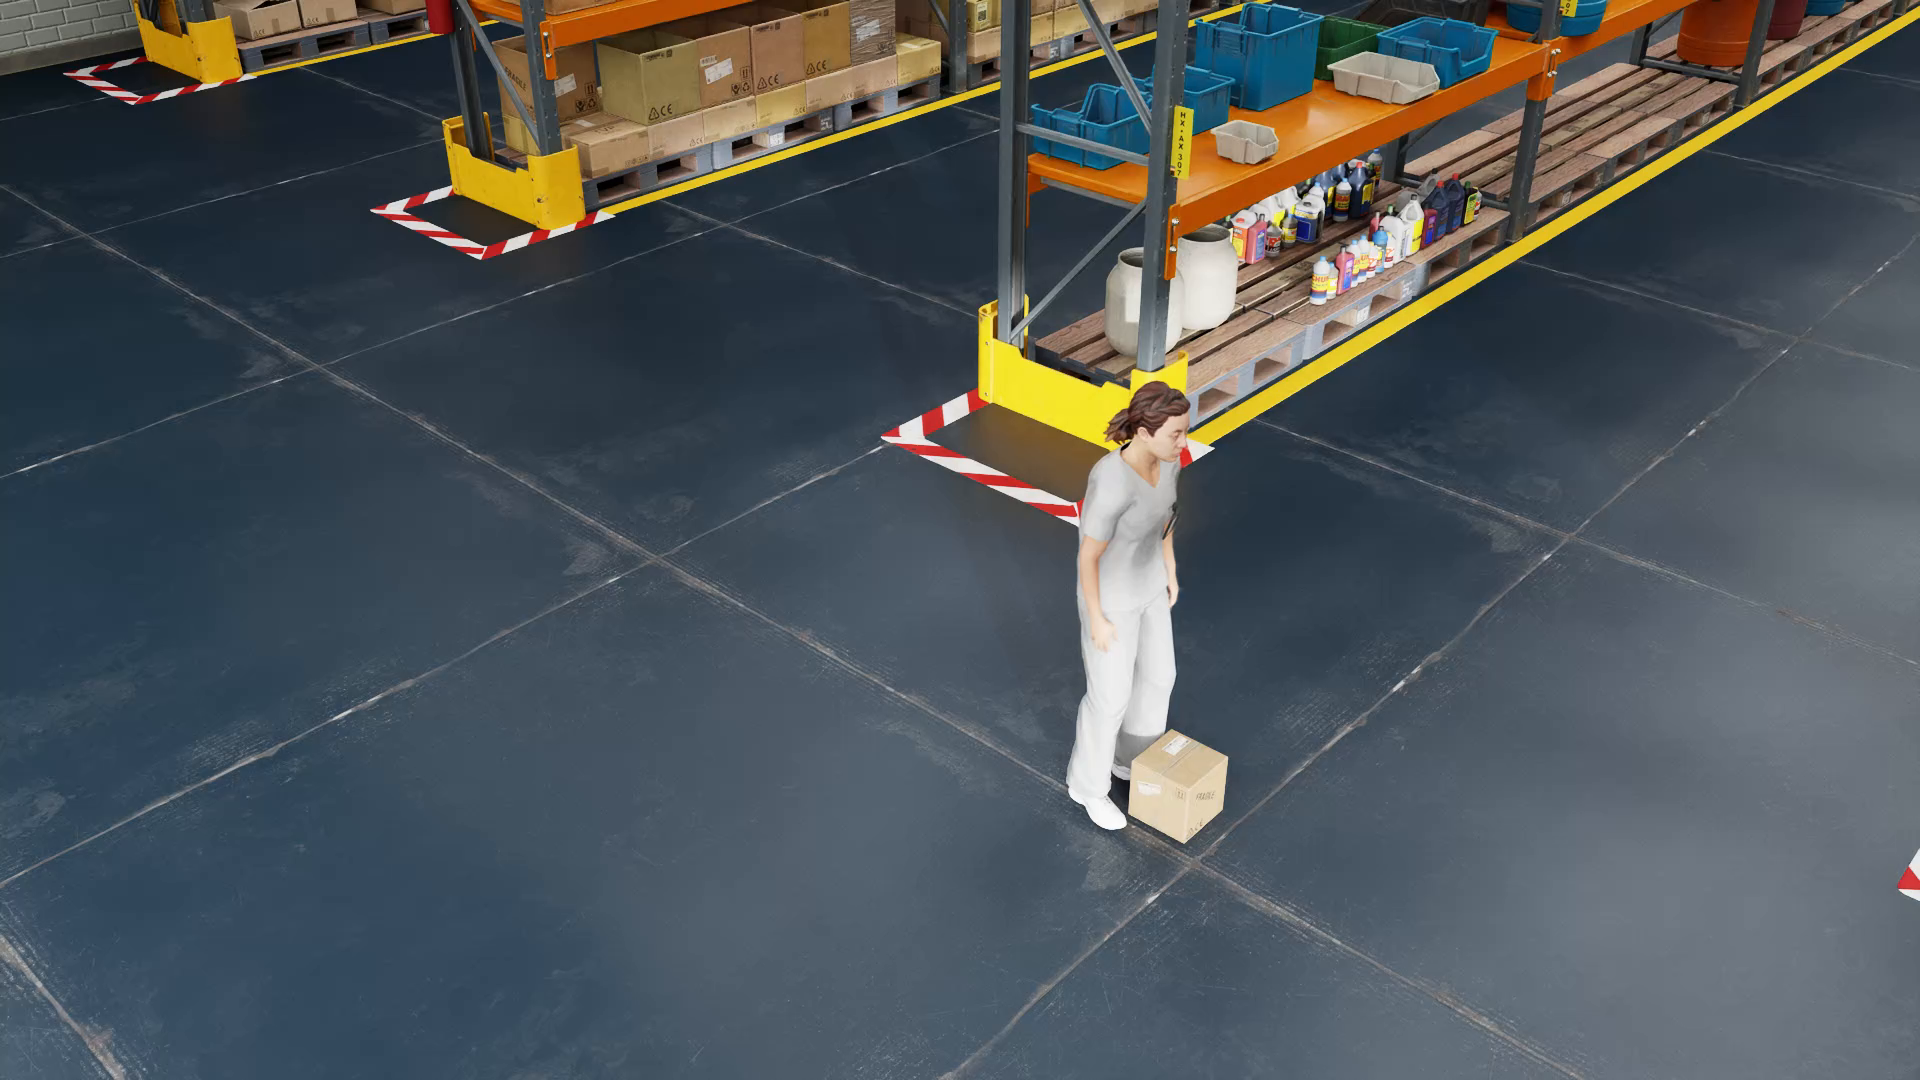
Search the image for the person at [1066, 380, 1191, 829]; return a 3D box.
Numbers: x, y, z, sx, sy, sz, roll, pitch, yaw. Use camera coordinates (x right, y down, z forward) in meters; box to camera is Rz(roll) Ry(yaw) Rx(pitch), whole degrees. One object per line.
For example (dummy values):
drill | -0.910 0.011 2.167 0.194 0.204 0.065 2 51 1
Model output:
person | 0.616 0.212 5.788 0.413 1.672 0.487 24 39 34
